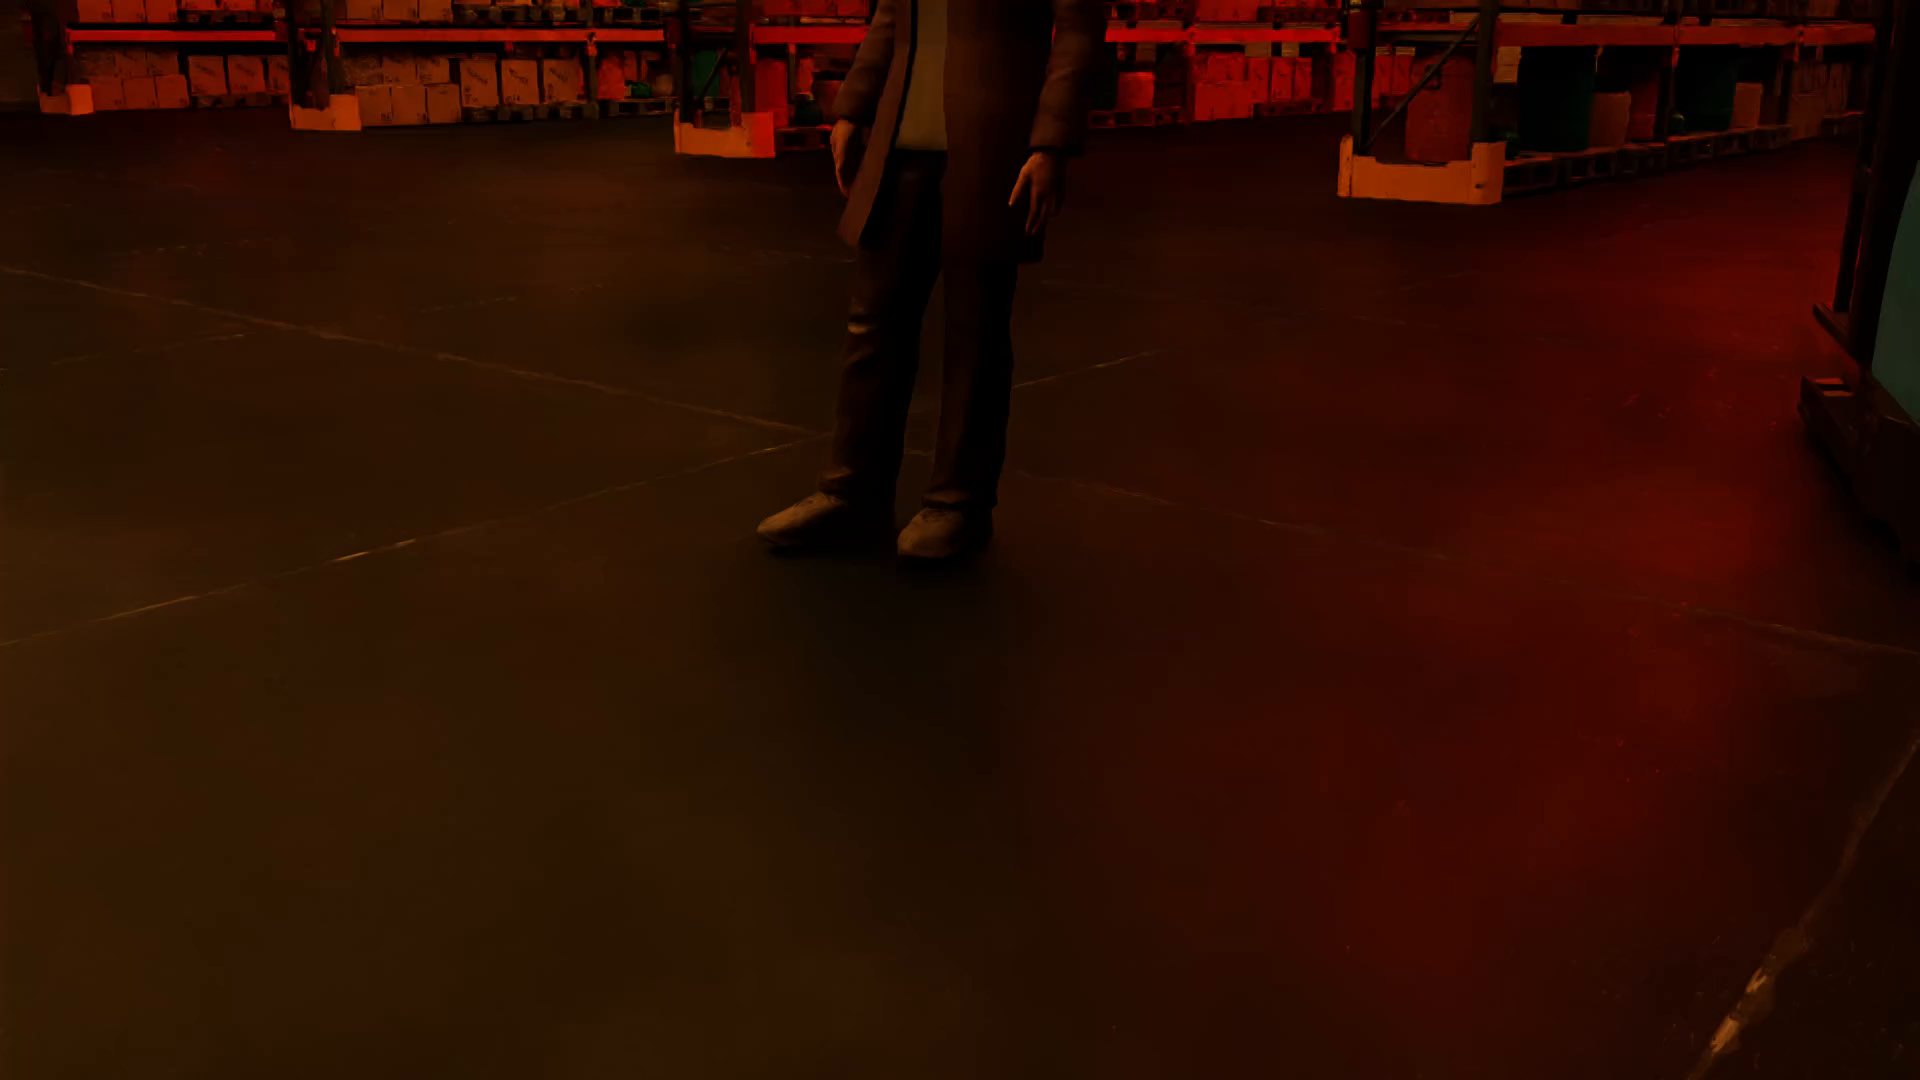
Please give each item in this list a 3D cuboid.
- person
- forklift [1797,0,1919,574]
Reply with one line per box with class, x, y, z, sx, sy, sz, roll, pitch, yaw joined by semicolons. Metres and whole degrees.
person;-0.062;-0.838;3.617;0.694;1.776;0.580;13;21;37
forklift;2.987;-1.612;4.207;1.130;2.935;3.031;6;18;19
